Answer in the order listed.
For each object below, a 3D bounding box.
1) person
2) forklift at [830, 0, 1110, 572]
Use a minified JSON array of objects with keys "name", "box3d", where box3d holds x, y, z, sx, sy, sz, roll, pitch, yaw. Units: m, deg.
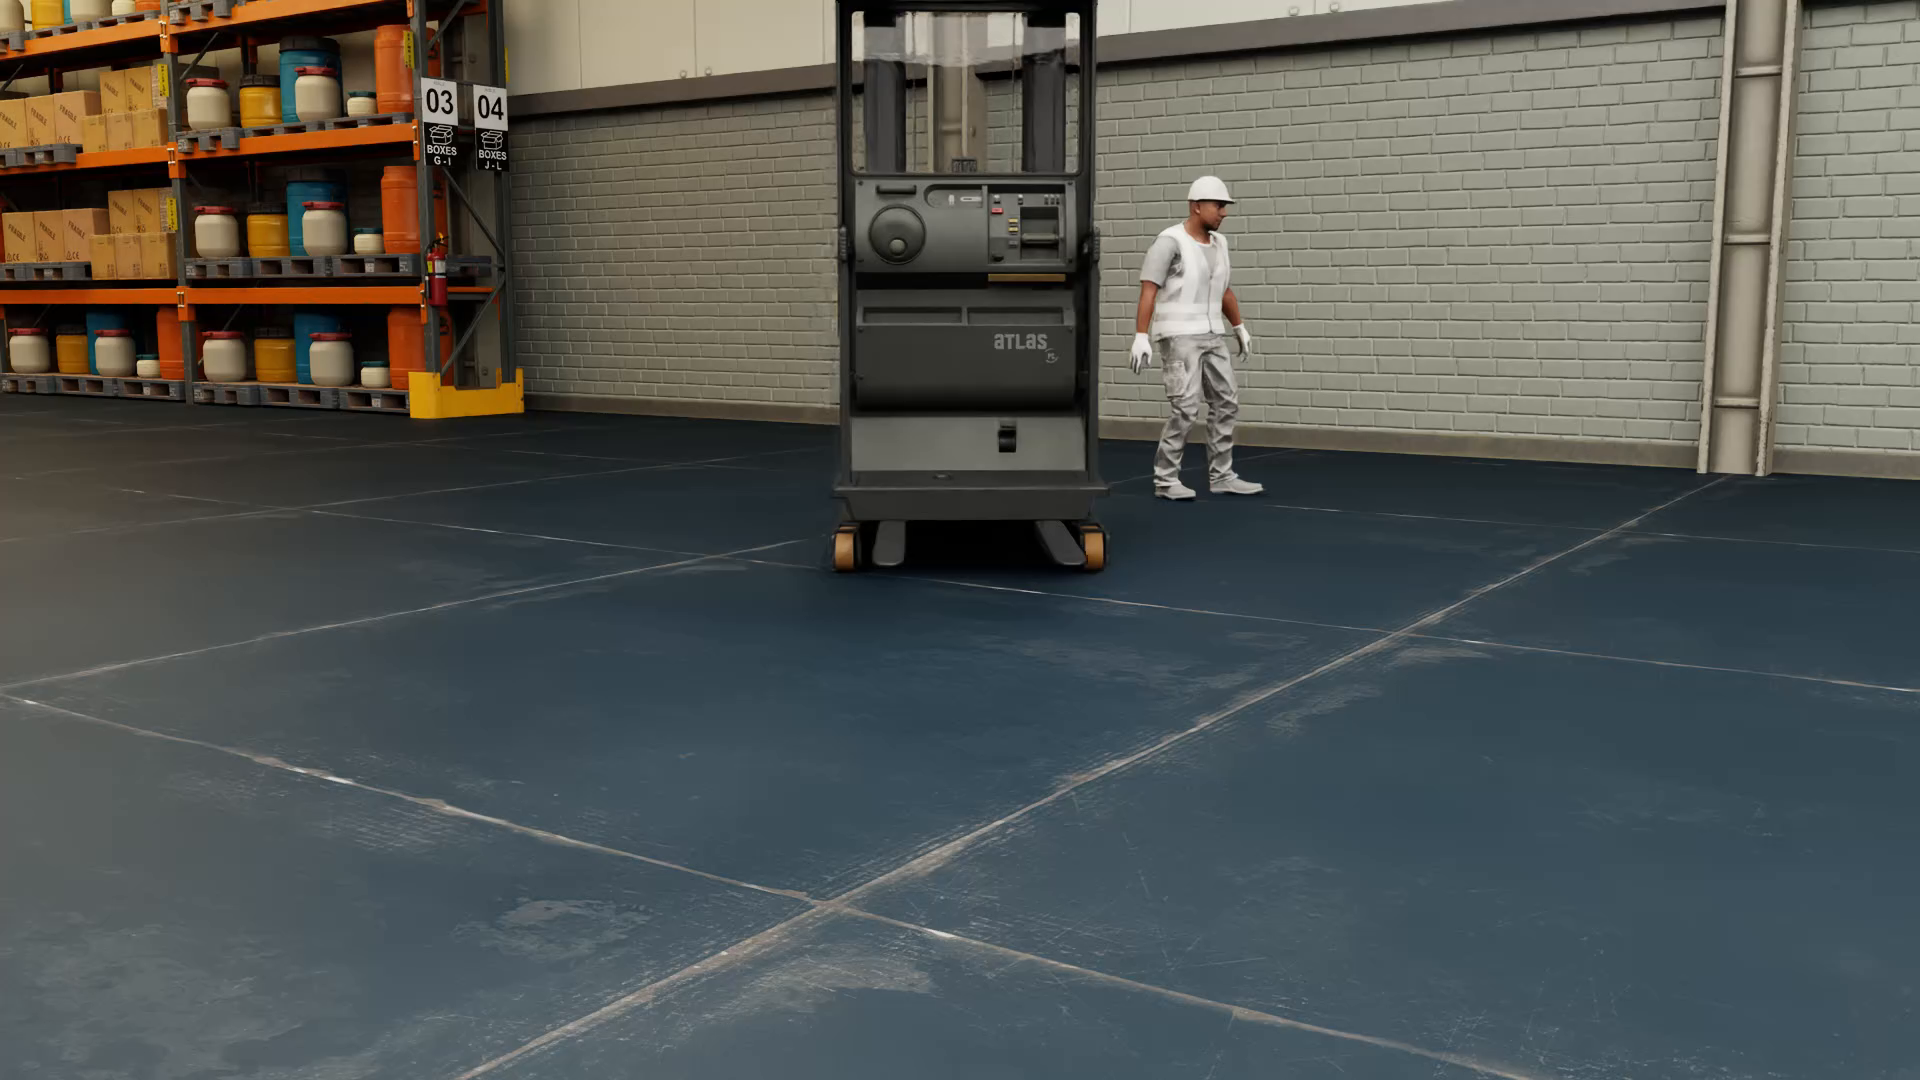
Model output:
[{"name":"person","box3d":[1.305,-1.103,9.142,0.833,1.752,0.426,-7,11,-42]},{"name":"forklift","box3d":[0.031,-1.364,6.784,1.130,2.935,3.031,0,8,-1]}]
